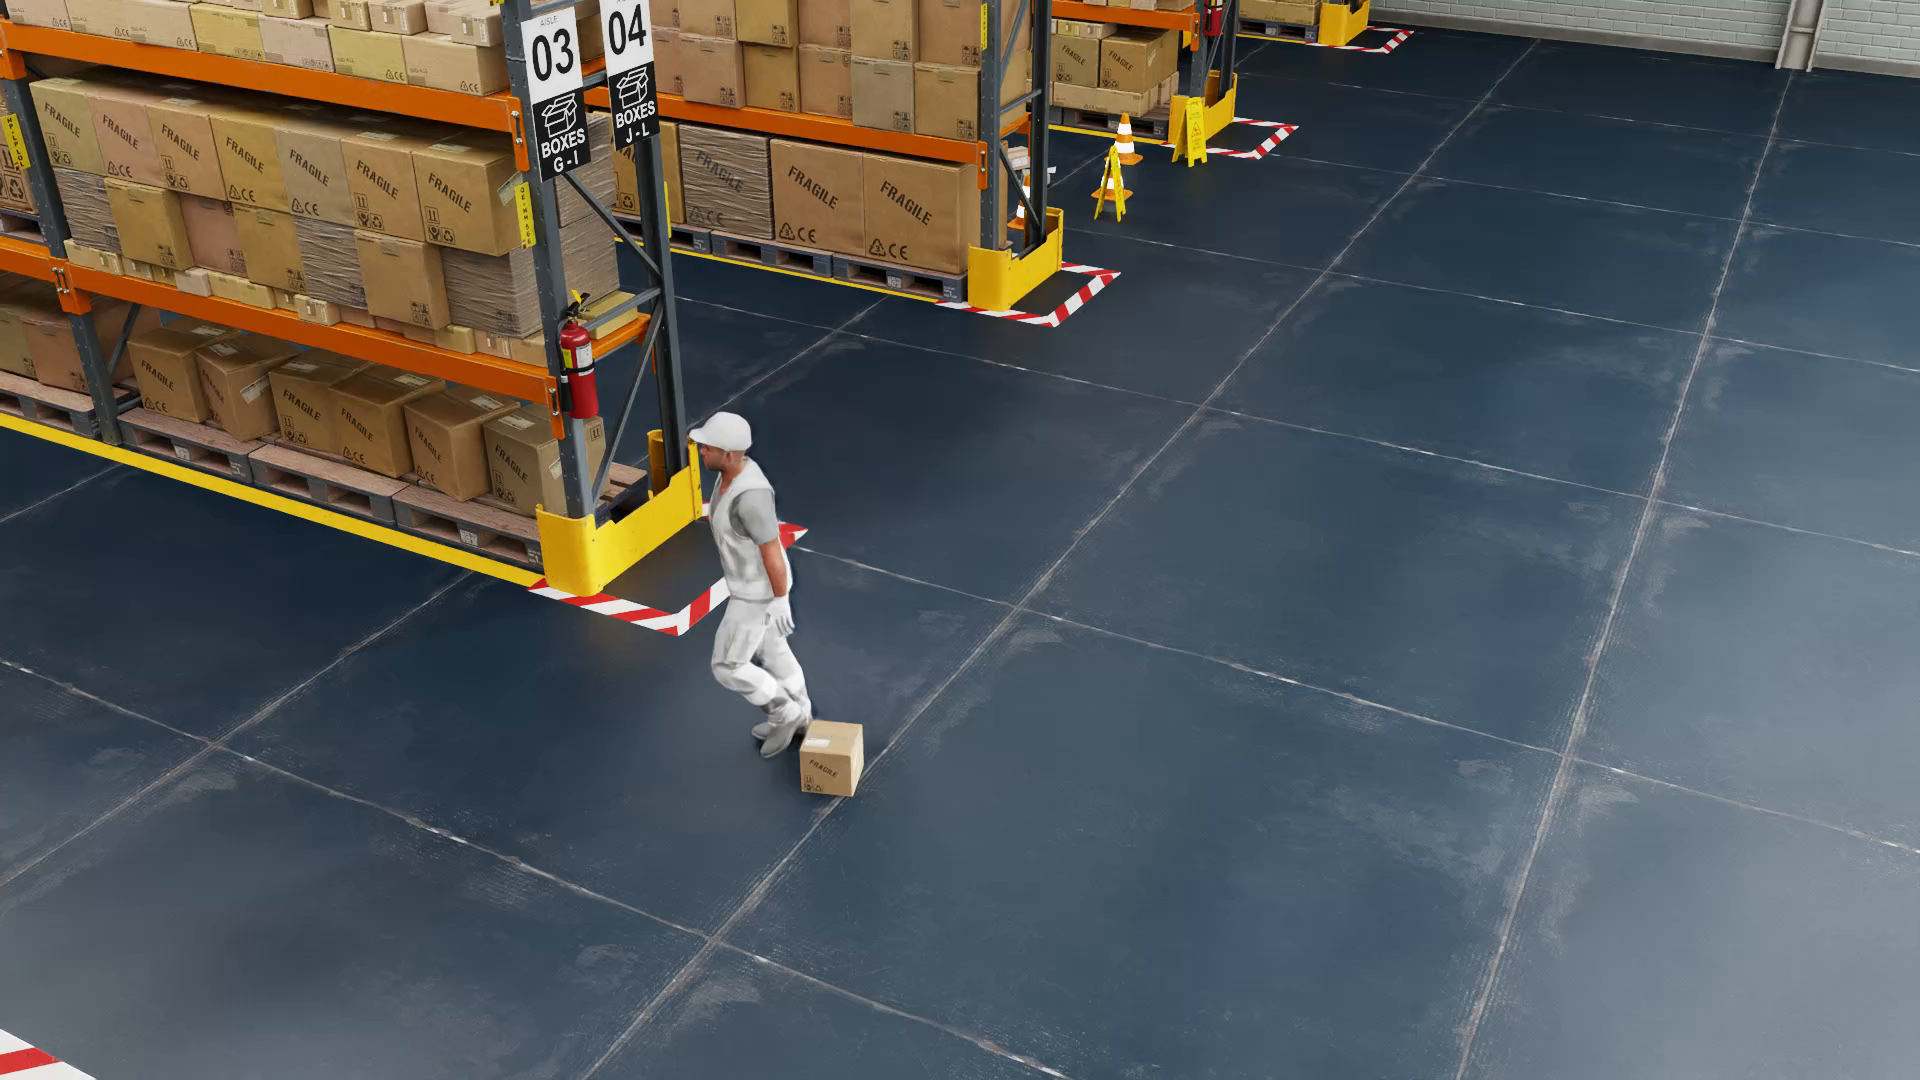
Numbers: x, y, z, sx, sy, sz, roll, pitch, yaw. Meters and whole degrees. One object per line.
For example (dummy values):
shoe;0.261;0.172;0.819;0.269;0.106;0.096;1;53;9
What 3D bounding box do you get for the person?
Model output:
person;-0.972;0.215;7.859;0.483;1.770;0.580;-6;30;-11
